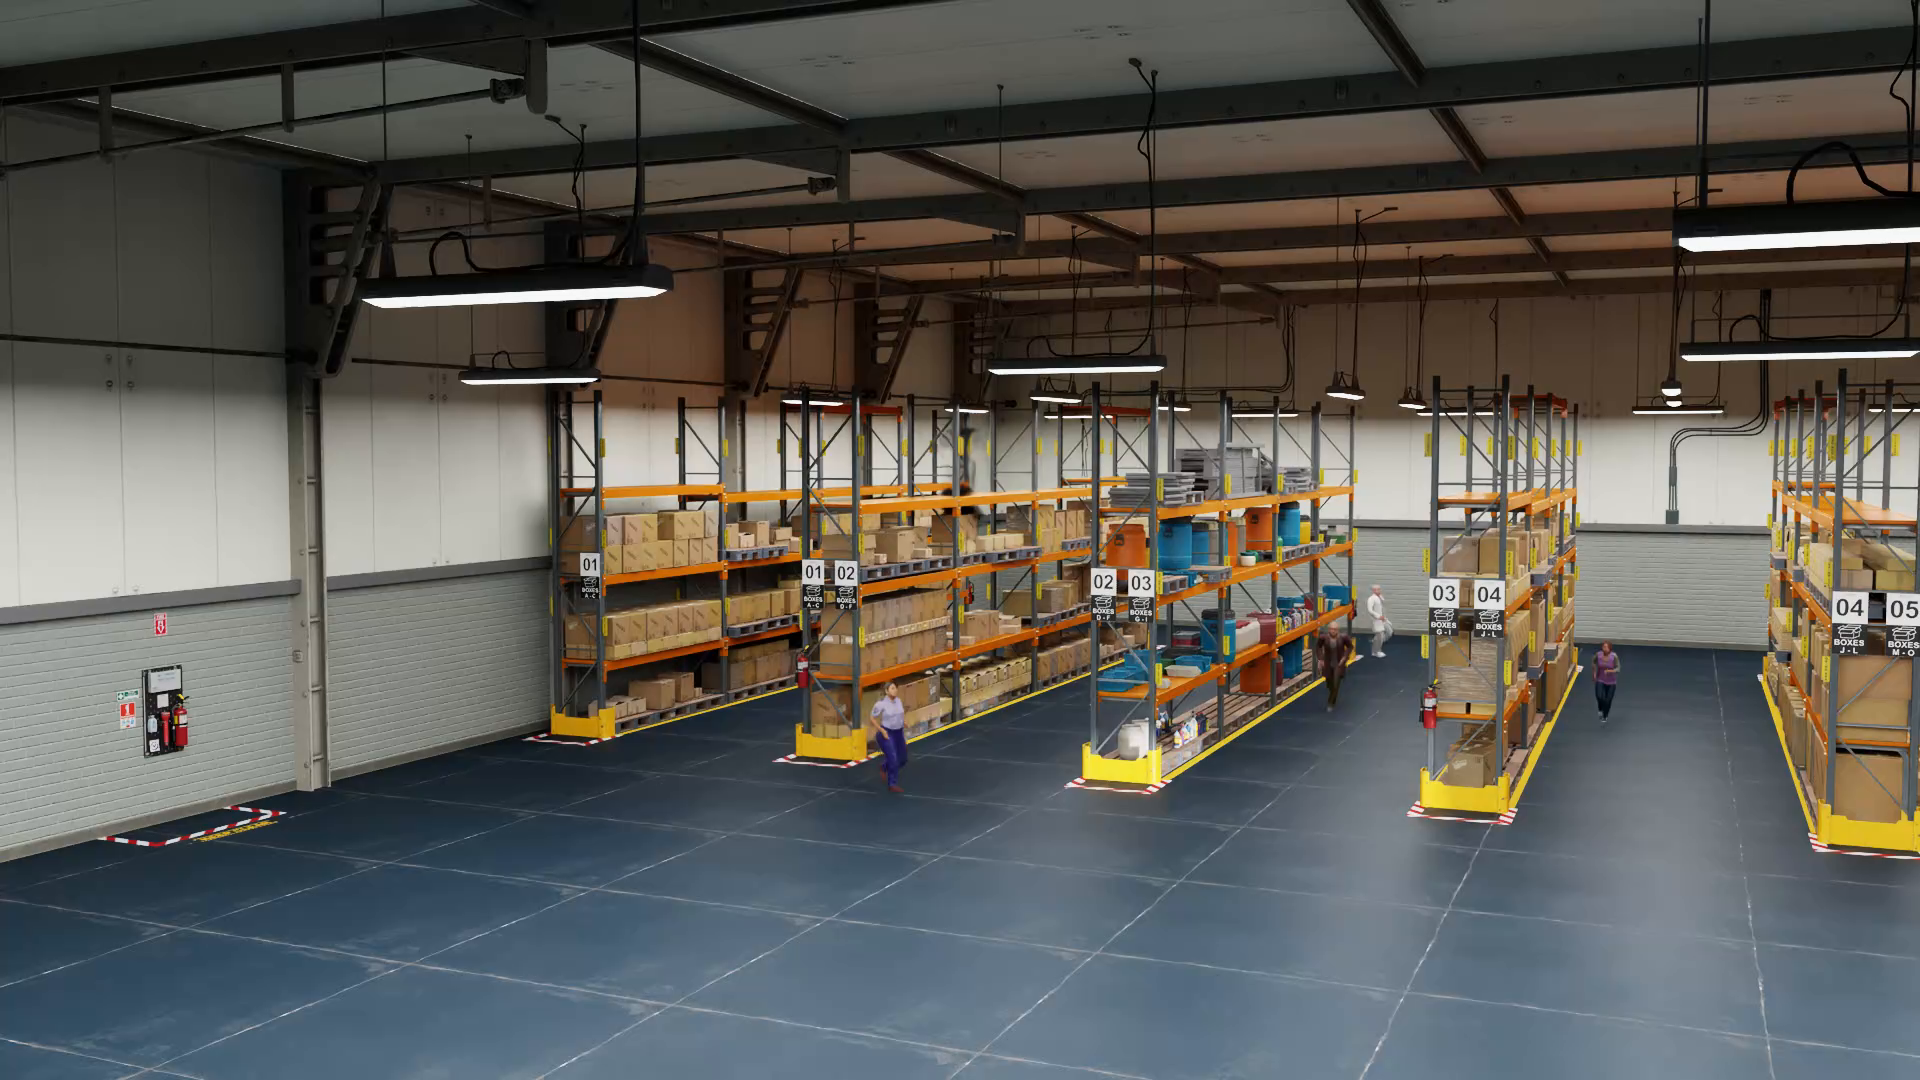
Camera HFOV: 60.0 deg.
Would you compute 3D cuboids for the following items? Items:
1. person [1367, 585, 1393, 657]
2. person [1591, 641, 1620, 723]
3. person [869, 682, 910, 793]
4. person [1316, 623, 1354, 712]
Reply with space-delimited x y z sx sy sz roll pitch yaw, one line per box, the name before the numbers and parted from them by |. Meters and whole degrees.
person | 10.056 1.939 39.847 0.718 1.726 0.566 -3 4 -42
person | 11.596 2.558 29.890 0.490 1.511 0.731 1 3 22
person | -1.032 2.861 24.247 0.603 1.604 0.621 -3 4 -44
person | 7.177 2.411 31.864 0.712 1.727 0.888 1 3 13
